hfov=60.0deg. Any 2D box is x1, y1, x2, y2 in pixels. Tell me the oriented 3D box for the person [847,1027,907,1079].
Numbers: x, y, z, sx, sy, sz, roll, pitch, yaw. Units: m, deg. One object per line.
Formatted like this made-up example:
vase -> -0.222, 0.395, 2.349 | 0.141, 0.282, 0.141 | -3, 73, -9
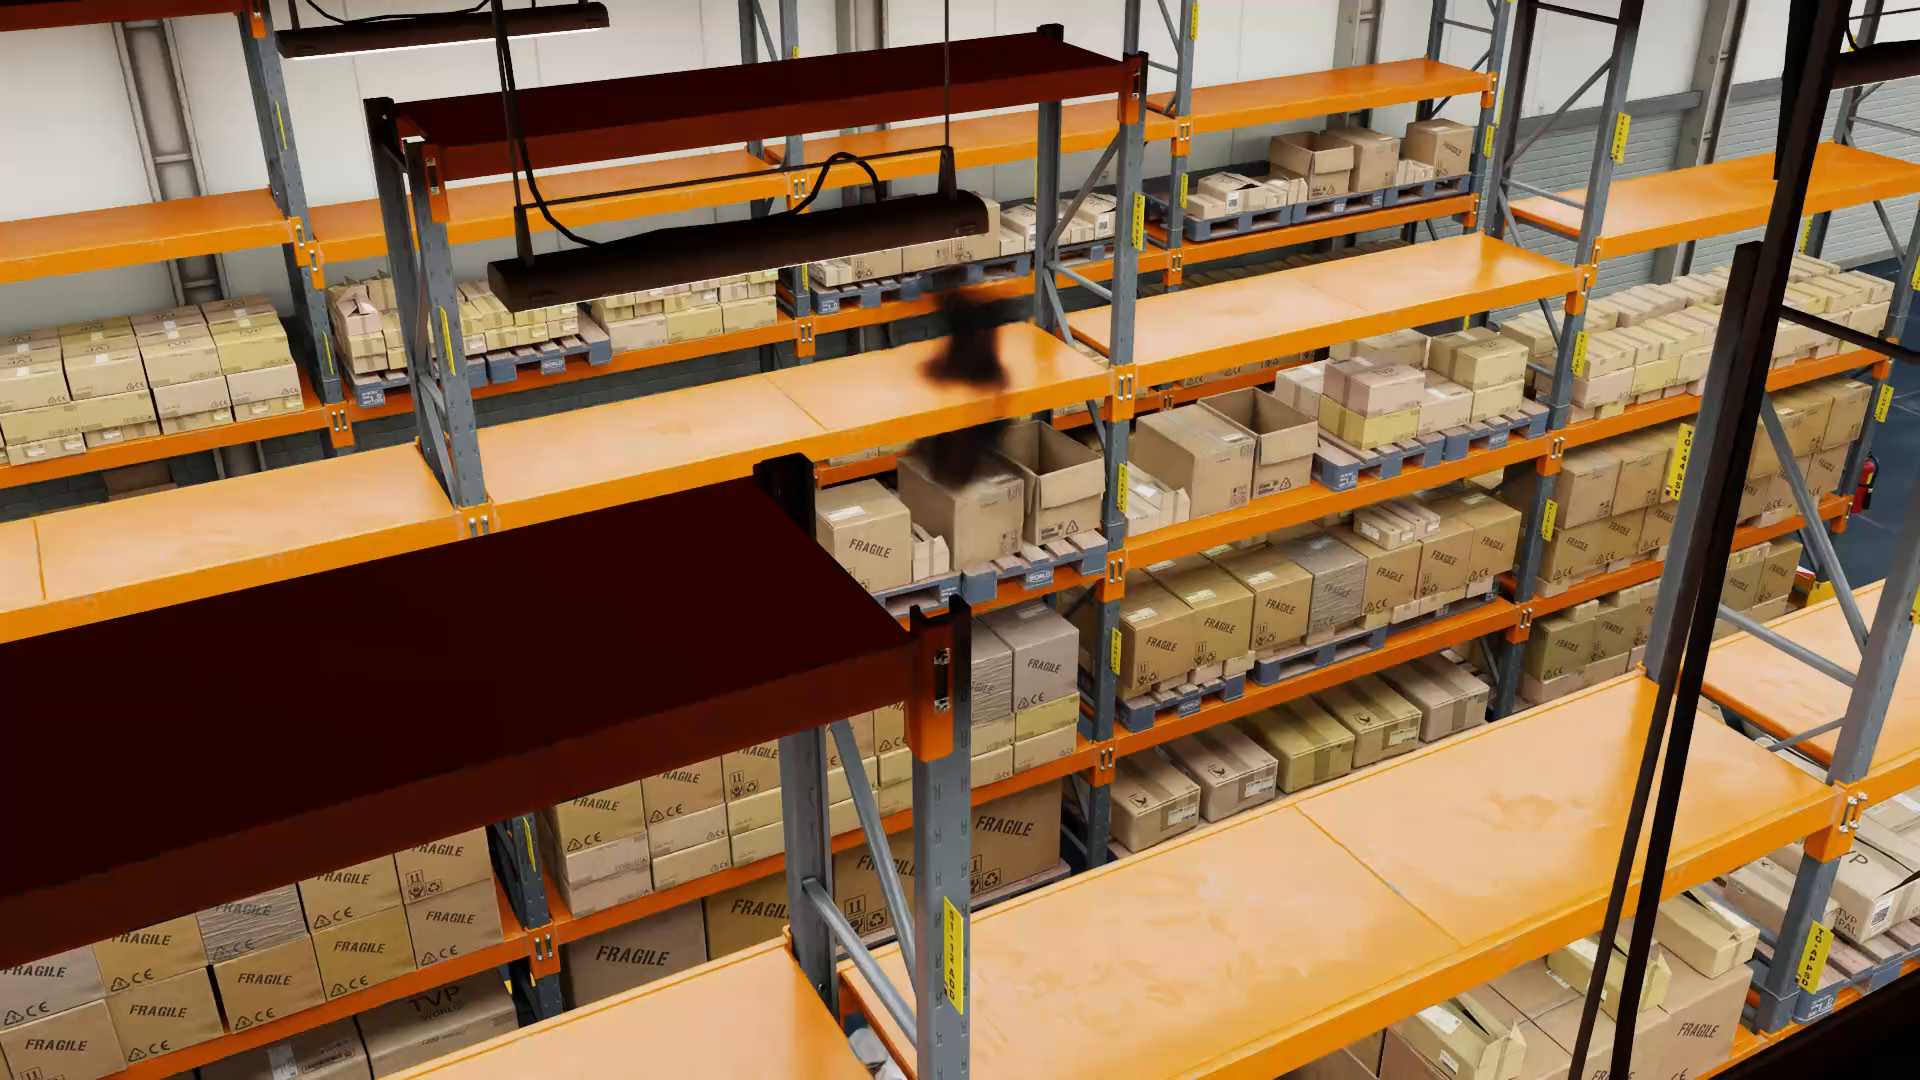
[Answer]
person -> -0.141, 3.234, 9.299 | 1.030, 1.520, 0.612 | -13, 31, -23
